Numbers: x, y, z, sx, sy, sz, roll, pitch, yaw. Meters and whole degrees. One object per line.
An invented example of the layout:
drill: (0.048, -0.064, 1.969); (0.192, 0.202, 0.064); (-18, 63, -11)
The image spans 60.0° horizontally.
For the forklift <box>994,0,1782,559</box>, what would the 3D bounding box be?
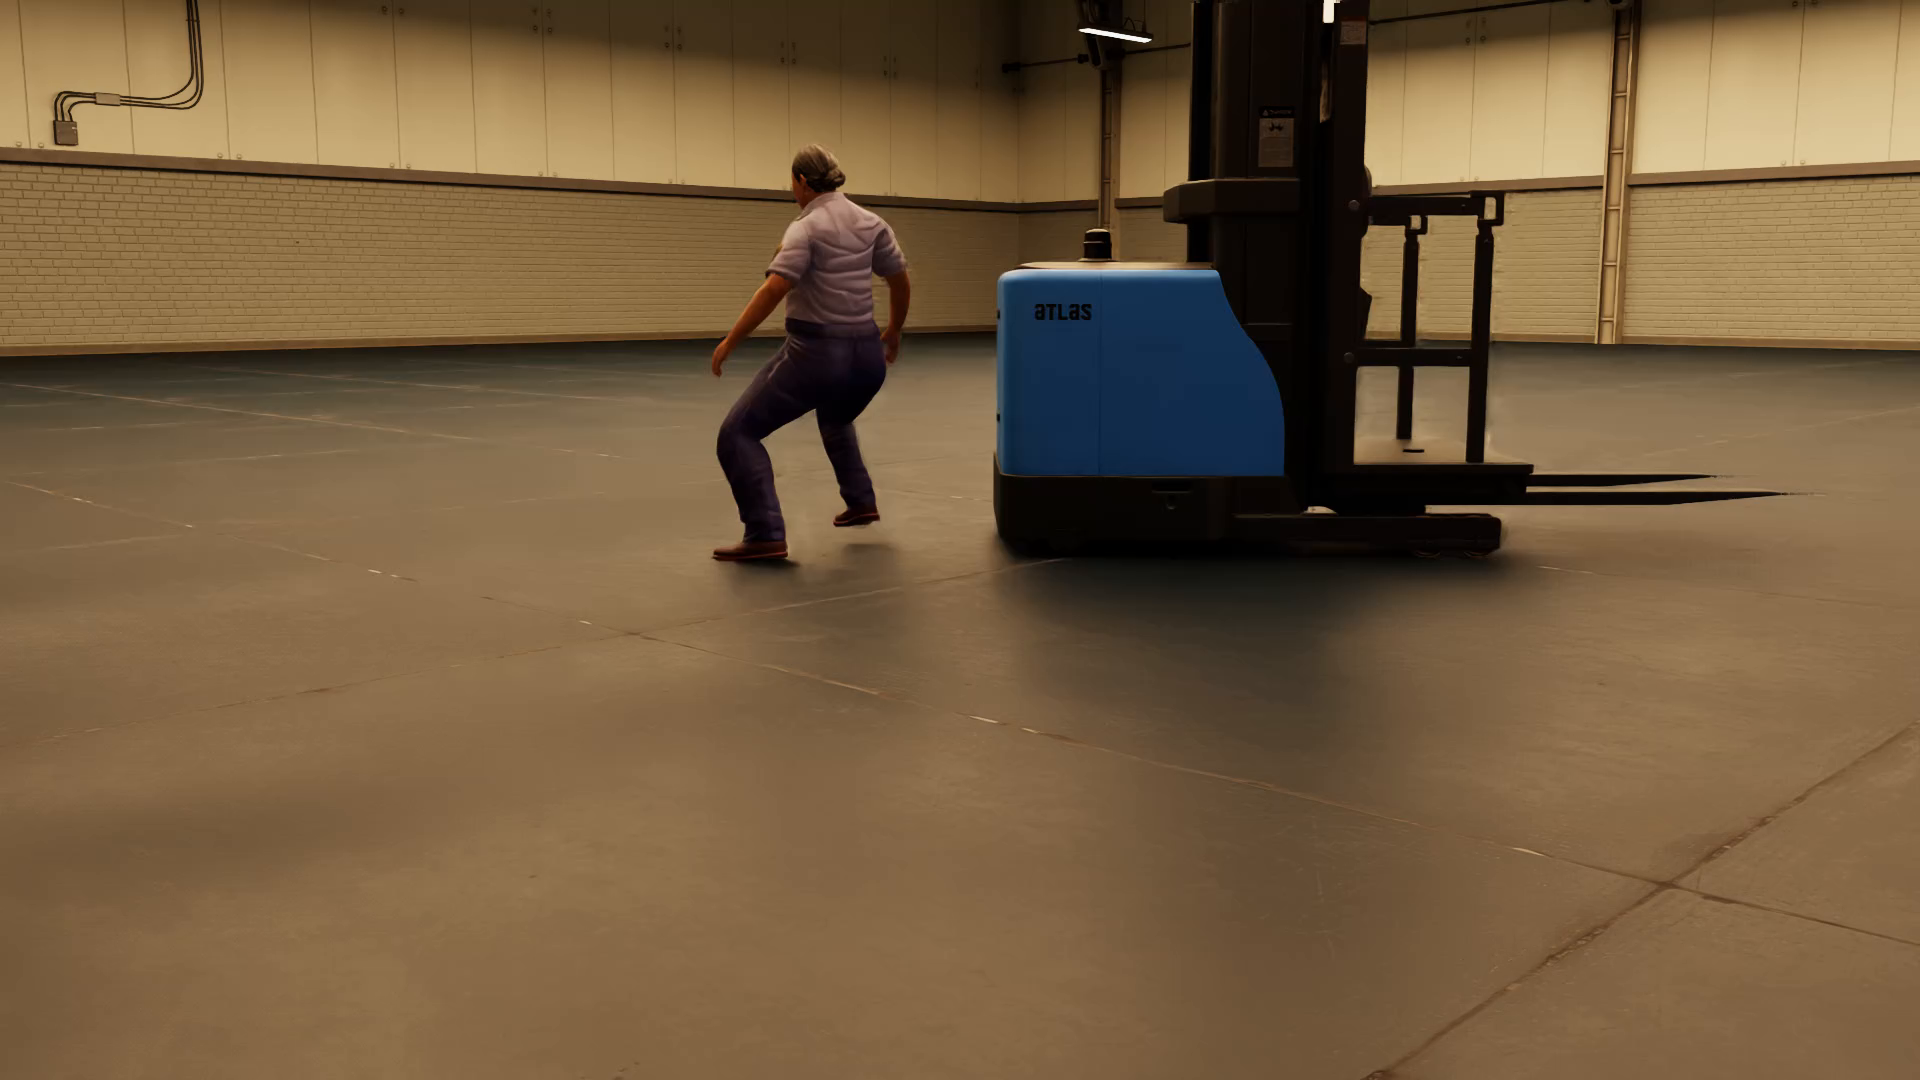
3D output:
forklift: (1.663, -1.458, 6.558); (3.031, 2.935, 1.130); (0, 9, 0)

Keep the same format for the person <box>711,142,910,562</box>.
person: (-0.564, -0.712, 6.317); (0.868, 1.545, 0.492); (-8, 12, -43)
